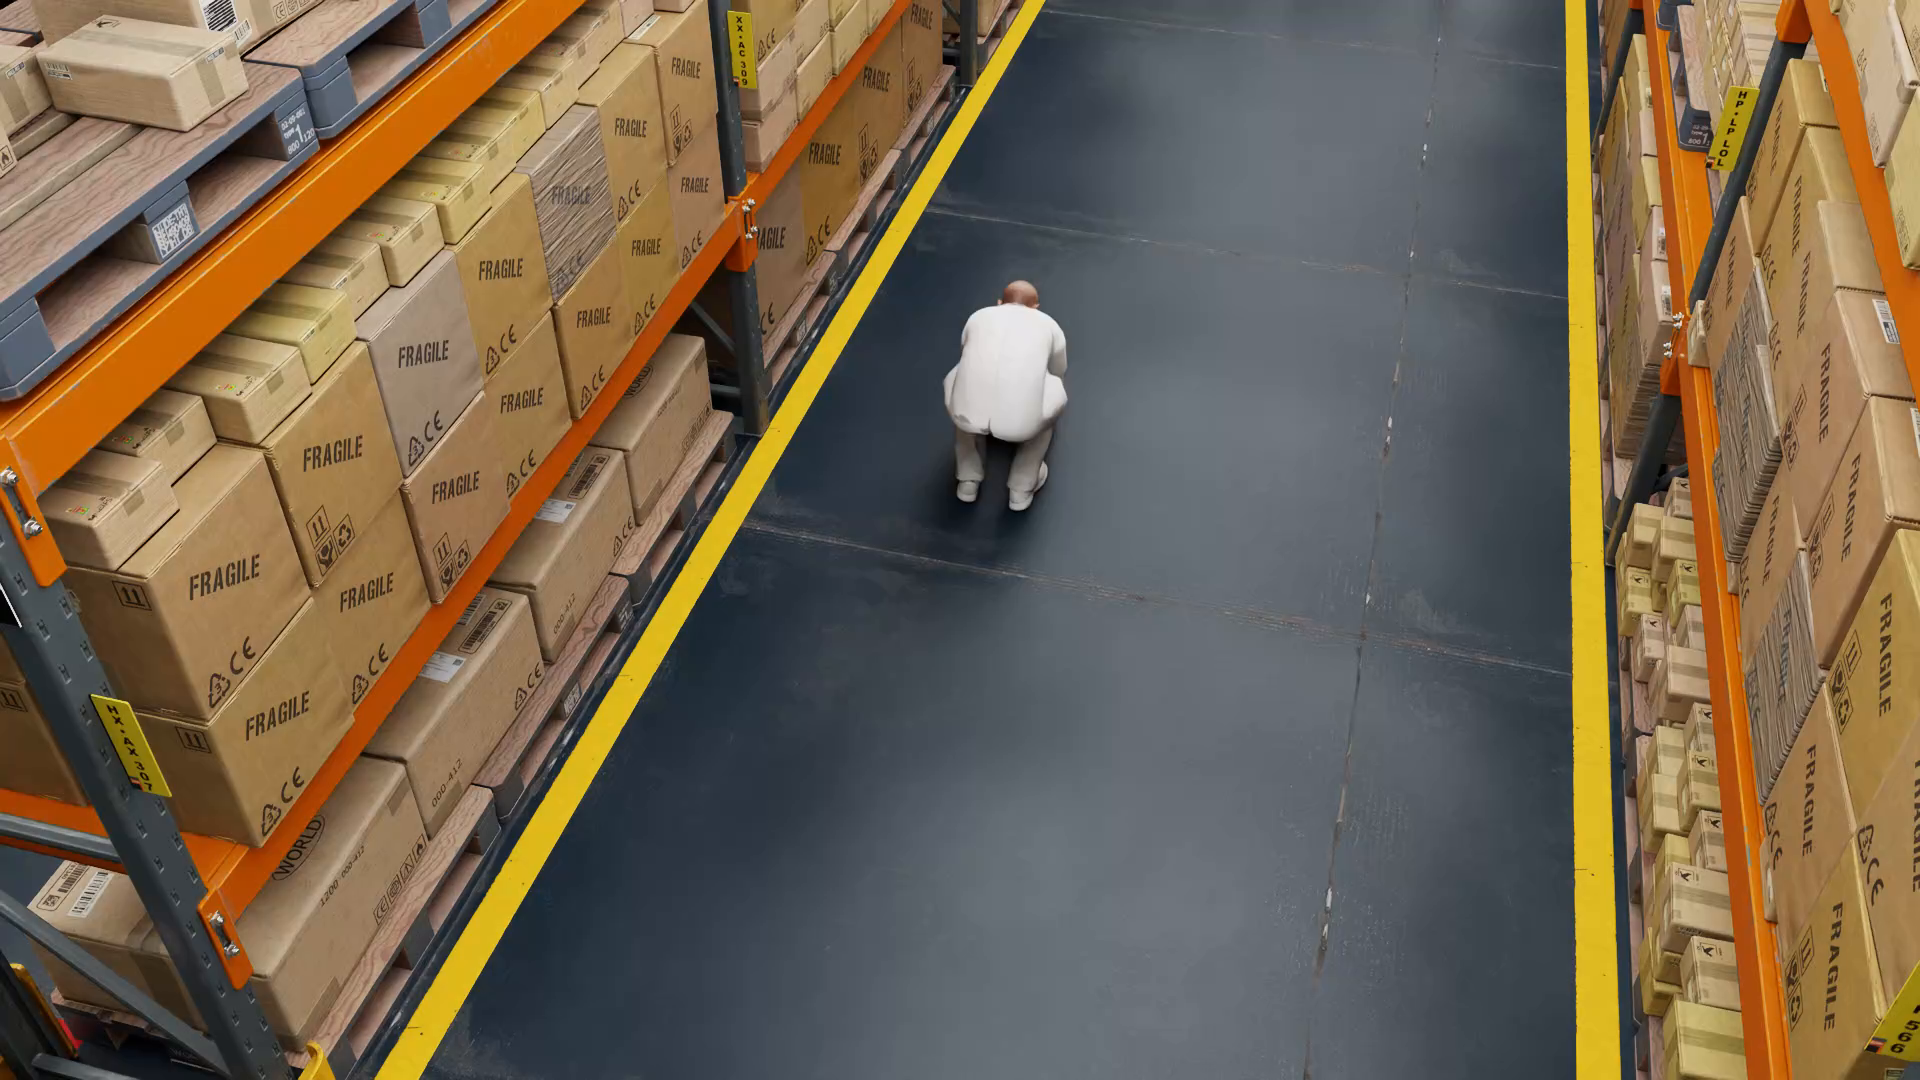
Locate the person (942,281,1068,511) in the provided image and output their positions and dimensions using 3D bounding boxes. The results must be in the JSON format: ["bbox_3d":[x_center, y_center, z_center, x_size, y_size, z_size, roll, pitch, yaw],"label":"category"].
[{"bbox_3d":[0.225,-0.660,7.703,0.582,0.830,0.949,9,41,10],"label":"person"}]
